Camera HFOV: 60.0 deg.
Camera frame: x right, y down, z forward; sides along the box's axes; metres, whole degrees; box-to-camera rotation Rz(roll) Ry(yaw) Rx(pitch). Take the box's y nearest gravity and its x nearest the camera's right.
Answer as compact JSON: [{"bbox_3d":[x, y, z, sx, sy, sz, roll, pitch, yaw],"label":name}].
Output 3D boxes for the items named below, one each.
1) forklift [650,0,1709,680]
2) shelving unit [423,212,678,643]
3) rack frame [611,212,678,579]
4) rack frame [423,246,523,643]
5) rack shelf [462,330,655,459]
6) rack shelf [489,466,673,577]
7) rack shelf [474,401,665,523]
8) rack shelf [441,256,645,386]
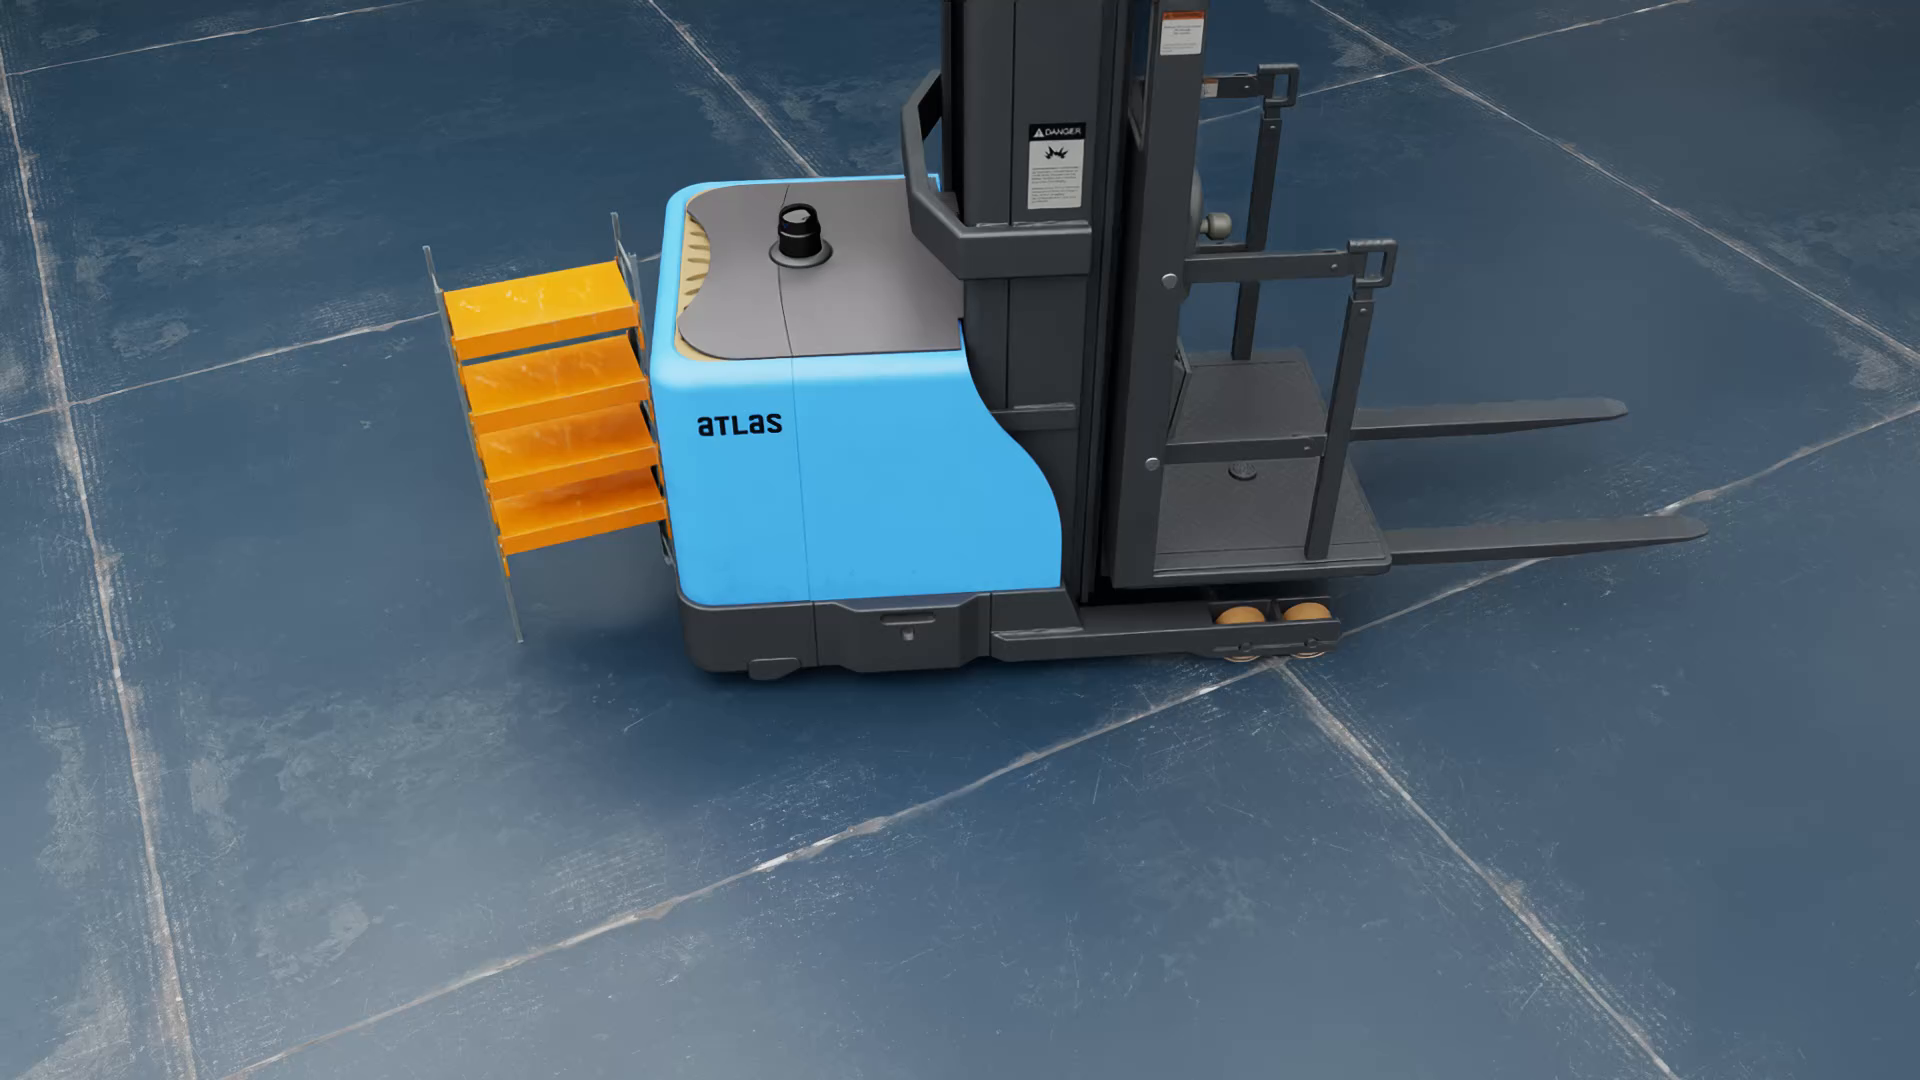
[{"bbox_3d":[0.687,-1.104,4.285,3.031,2.935,1.130,-3,40,-4],"label":"forklift"},{"bbox_3d":[-1.106,-0.284,4.657,0.503,1.200,0.258,-14,42,-16],"label":"shelving unit"},{"bbox_3d":[-0.878,-0.340,4.723,0.015,1.200,0.240,-14,42,-16],"label":"rack frame"},{"bbox_3d":[-1.334,-0.228,4.590,0.015,1.200,0.240,-14,42,-16],"label":"rack frame"},{"bbox_3d":[-1.106,-0.403,4.556,0.480,0.148,0.258,-14,42,-16],"label":"rack shelf"},{"bbox_3d":[-1.106,-0.081,4.828,0.480,0.148,0.258,-14,42,-16],"label":"rack shelf"},{"bbox_3d":[-1.106,-0.233,4.700,0.480,0.148,0.258,-14,42,-16],"label":"rack shelf"},{"bbox_3d":[-1.106,-0.584,4.403,0.480,0.148,0.258,-14,42,-16],"label":"rack shelf"}]
